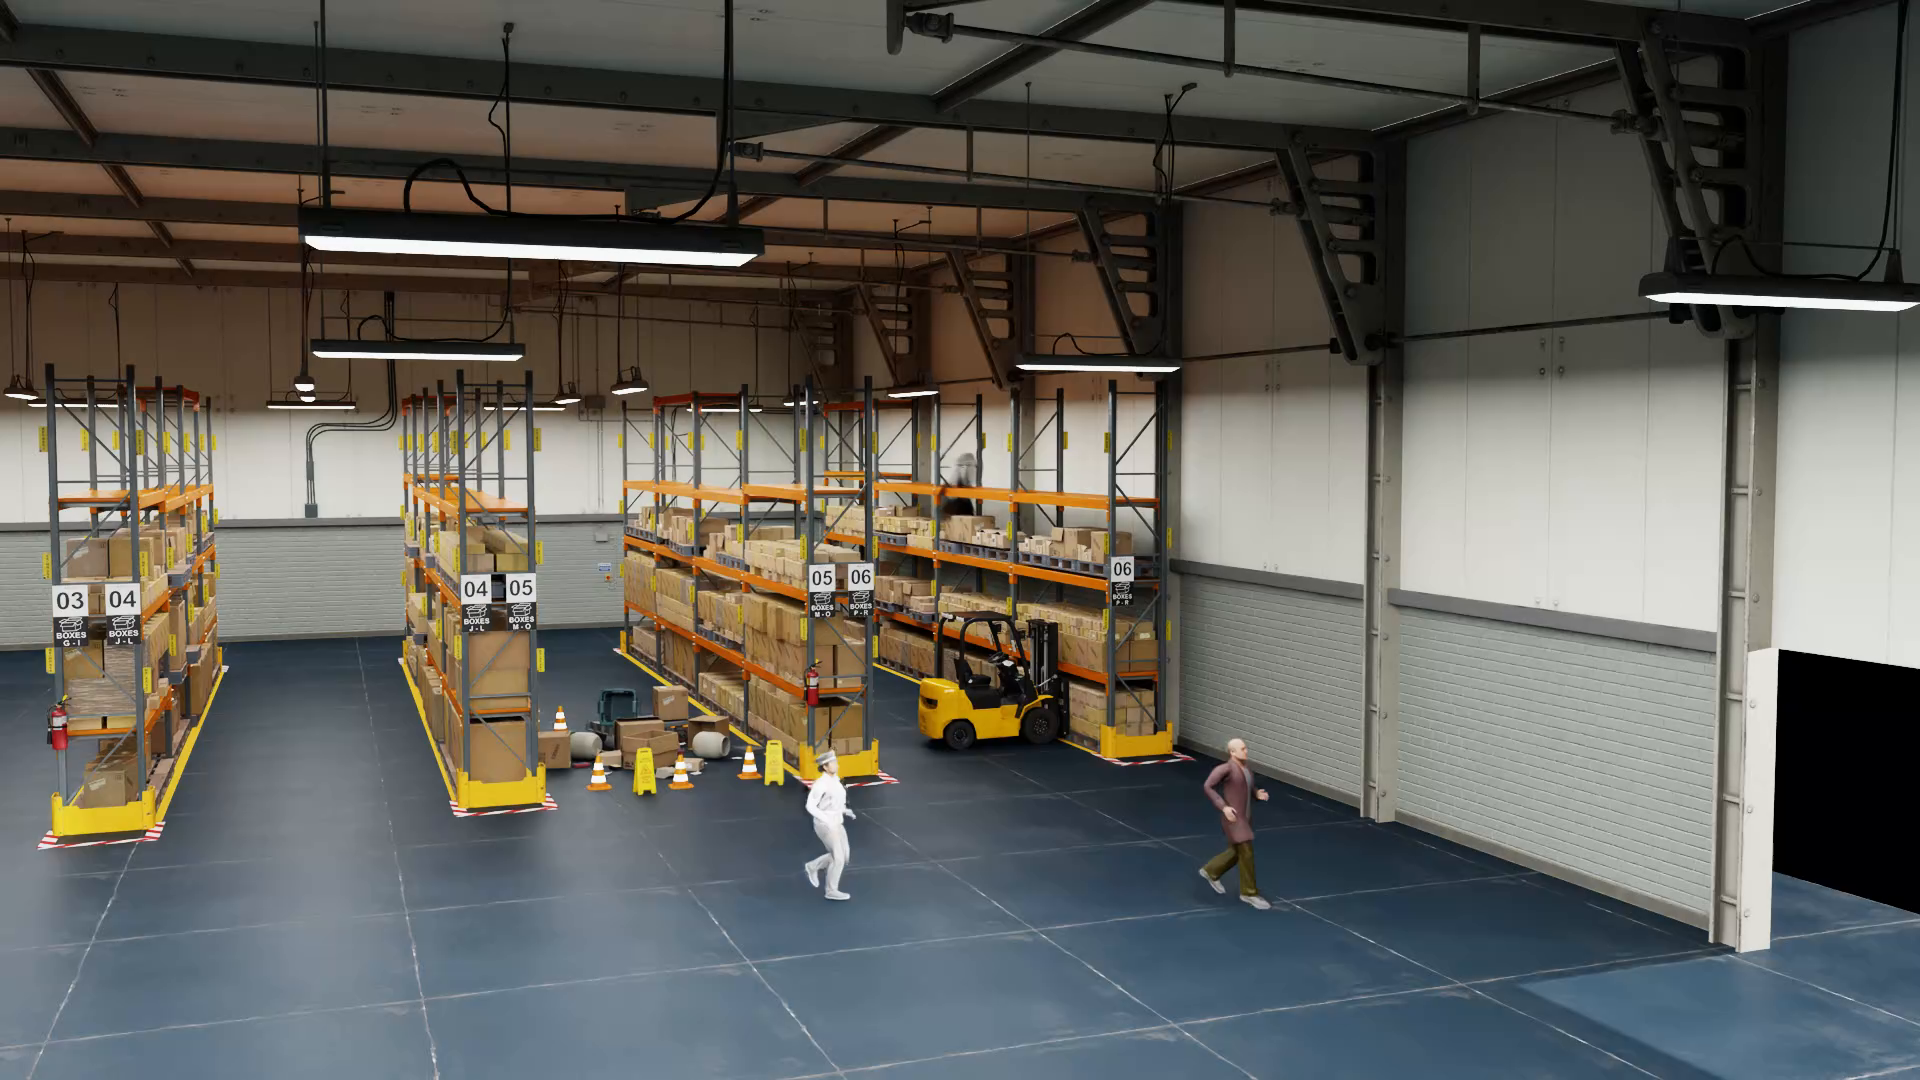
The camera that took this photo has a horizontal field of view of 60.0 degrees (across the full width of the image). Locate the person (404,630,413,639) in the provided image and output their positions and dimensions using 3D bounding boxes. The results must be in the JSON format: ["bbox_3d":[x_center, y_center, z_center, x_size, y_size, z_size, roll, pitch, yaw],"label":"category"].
[{"bbox_3d":[-12.784,1.926,39.197,0.498,1.654,0.925,0,3,-1],"label":"person"}]

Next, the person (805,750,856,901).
[{"bbox_3d":[-1.468,3.115,18.206,0.599,1.641,0.606,1,4,22],"label":"person"}]

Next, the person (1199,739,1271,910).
[{"bbox_3d":[2.981,3.049,18.077,0.922,1.793,0.705,2,4,36],"label":"person"}]
